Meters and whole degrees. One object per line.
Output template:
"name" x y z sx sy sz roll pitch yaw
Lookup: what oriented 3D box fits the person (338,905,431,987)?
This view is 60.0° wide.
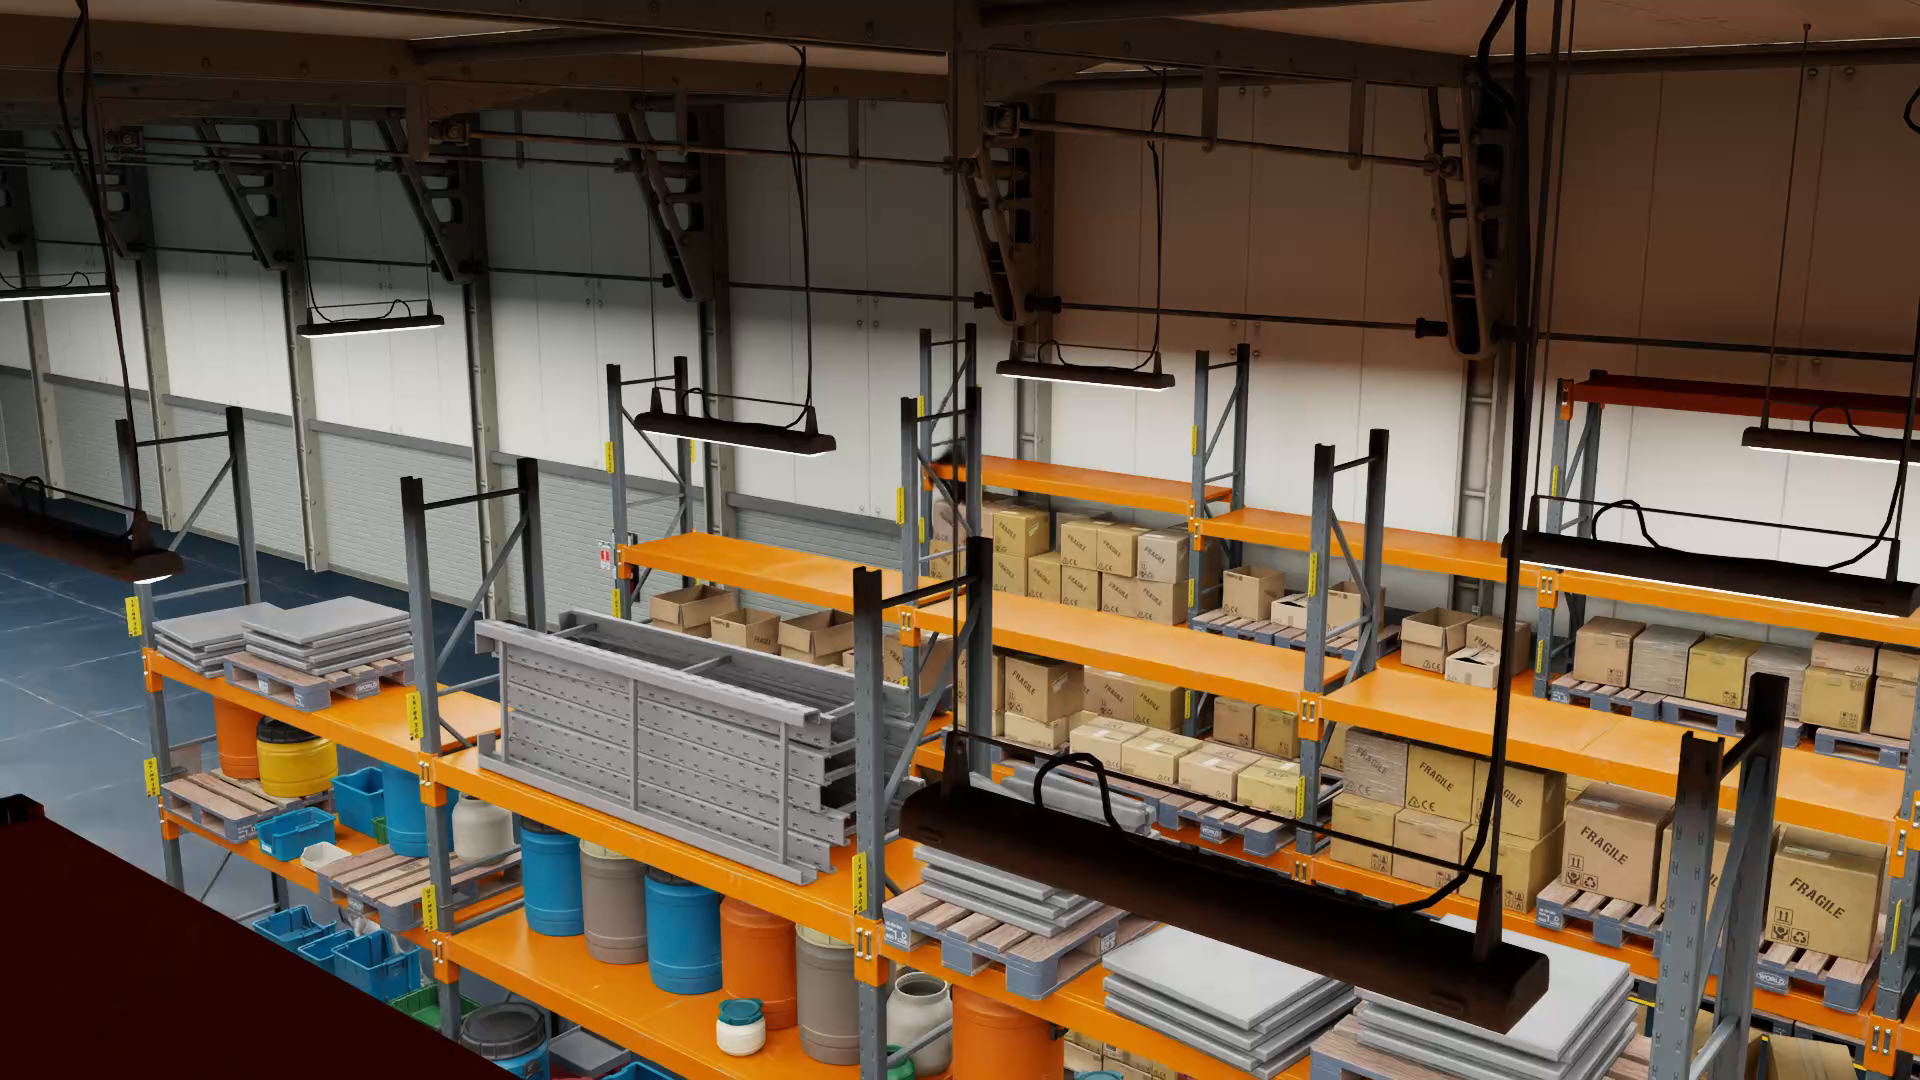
"person" -5.655 3.744 15.966 0.946 1.645 0.720 3 13 15
